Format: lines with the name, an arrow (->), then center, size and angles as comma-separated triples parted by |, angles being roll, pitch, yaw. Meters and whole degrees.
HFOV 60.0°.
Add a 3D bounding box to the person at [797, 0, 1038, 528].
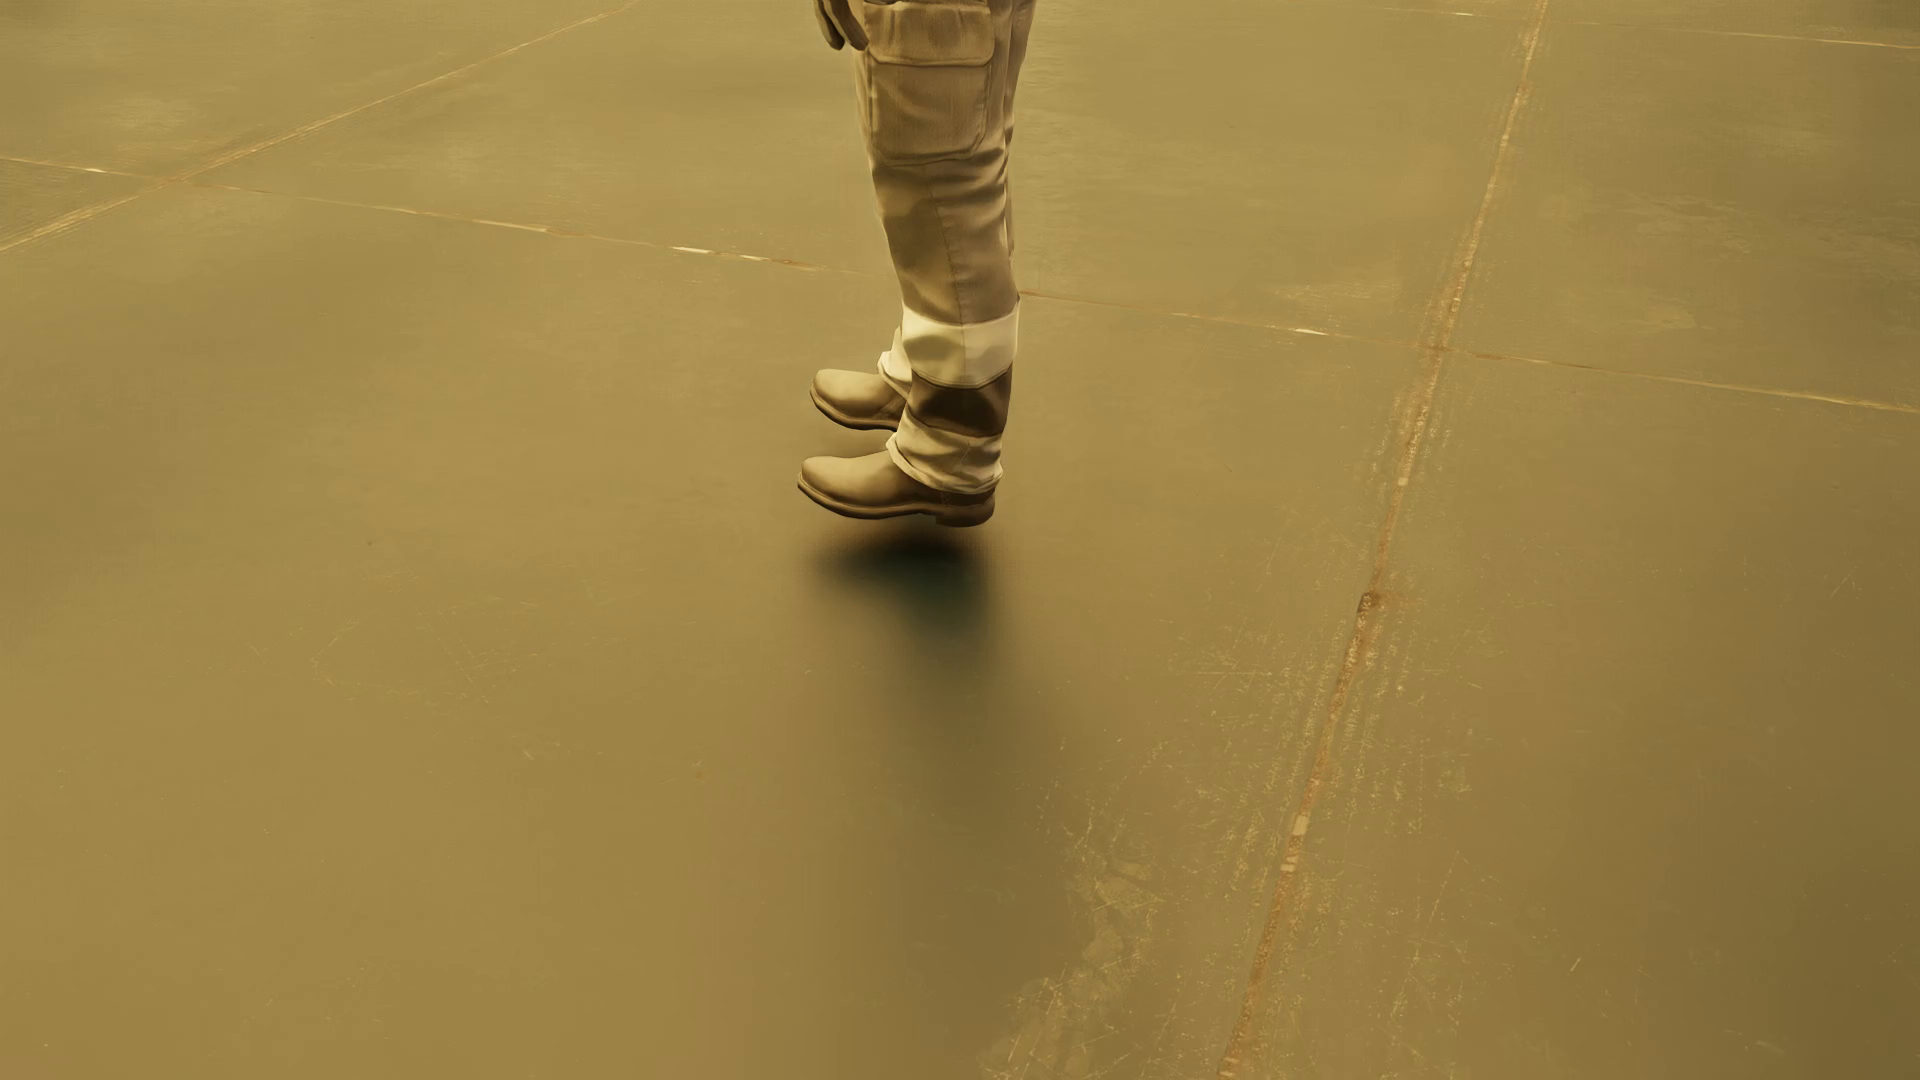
person -> -0.071, -0.839, 2.070 | 0.561, 1.789, 0.637 | 10, 31, 18
